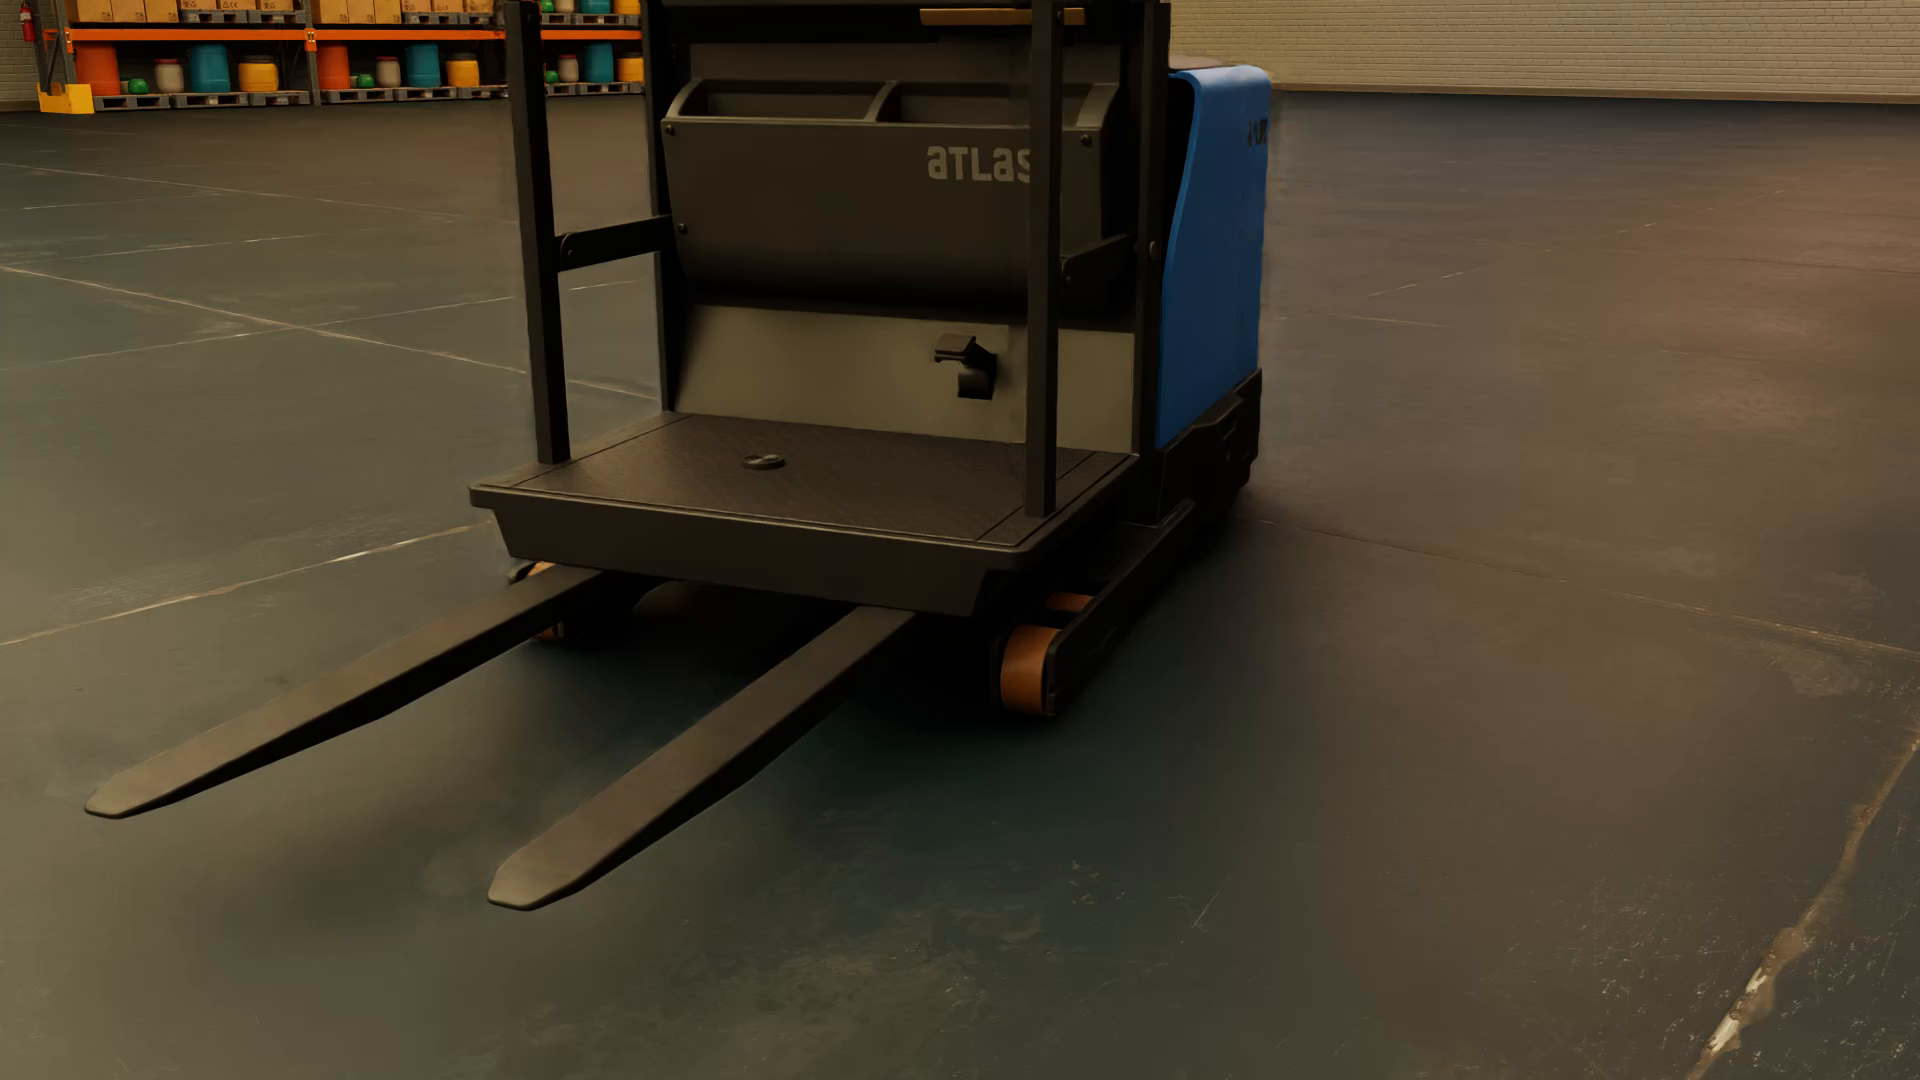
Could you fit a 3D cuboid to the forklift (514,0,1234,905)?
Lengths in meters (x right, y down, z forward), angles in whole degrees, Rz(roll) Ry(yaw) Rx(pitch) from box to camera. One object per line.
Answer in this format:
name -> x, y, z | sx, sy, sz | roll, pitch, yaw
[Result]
forklift -> -0.041, -1.235, 2.964 | 1.130, 2.935, 3.031 | 2, 17, 5
